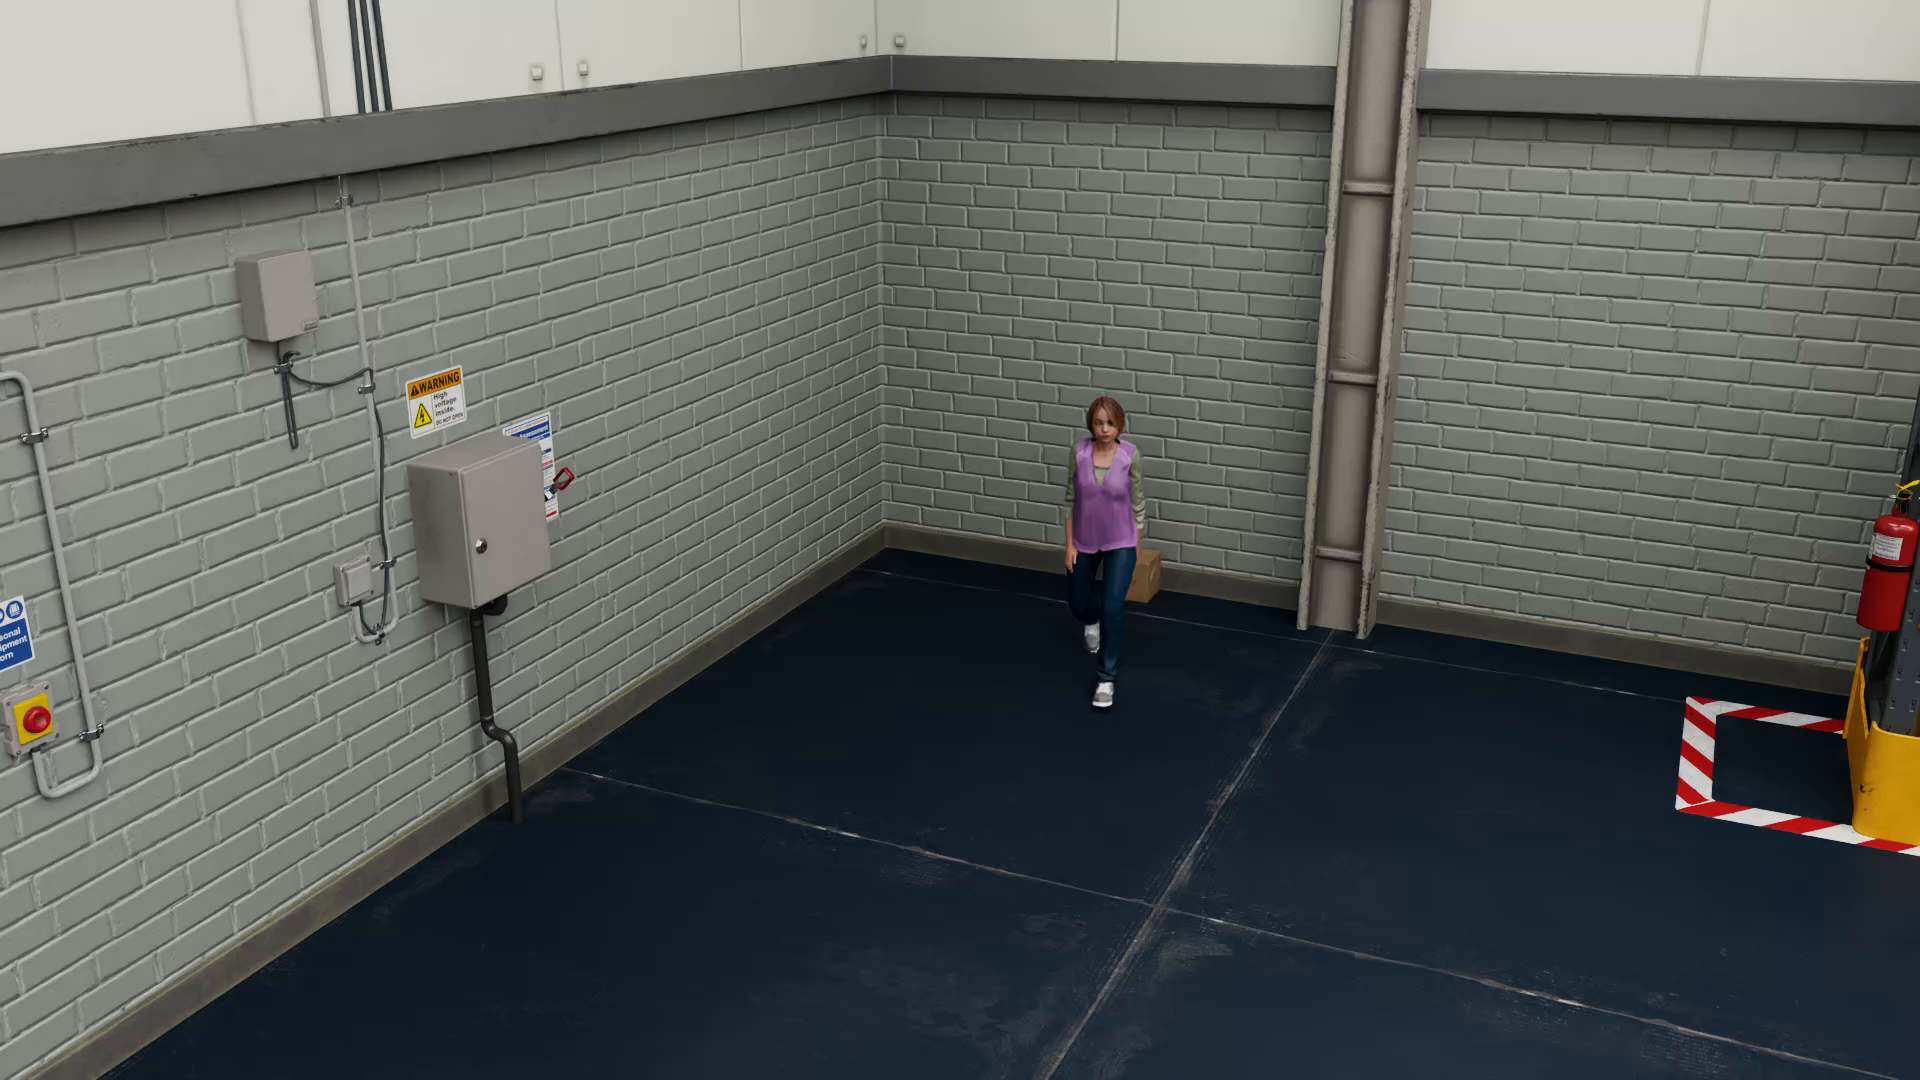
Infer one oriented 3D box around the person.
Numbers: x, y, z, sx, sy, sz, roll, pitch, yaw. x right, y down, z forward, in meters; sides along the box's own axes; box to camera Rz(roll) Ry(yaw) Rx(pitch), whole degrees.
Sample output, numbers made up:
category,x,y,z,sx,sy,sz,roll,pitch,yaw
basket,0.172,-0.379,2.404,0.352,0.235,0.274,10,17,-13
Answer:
category,x,y,z,sx,sy,sz,roll,pitch,yaw
person,0.748,0.004,8.539,0.406,1.571,0.759,5,20,15
